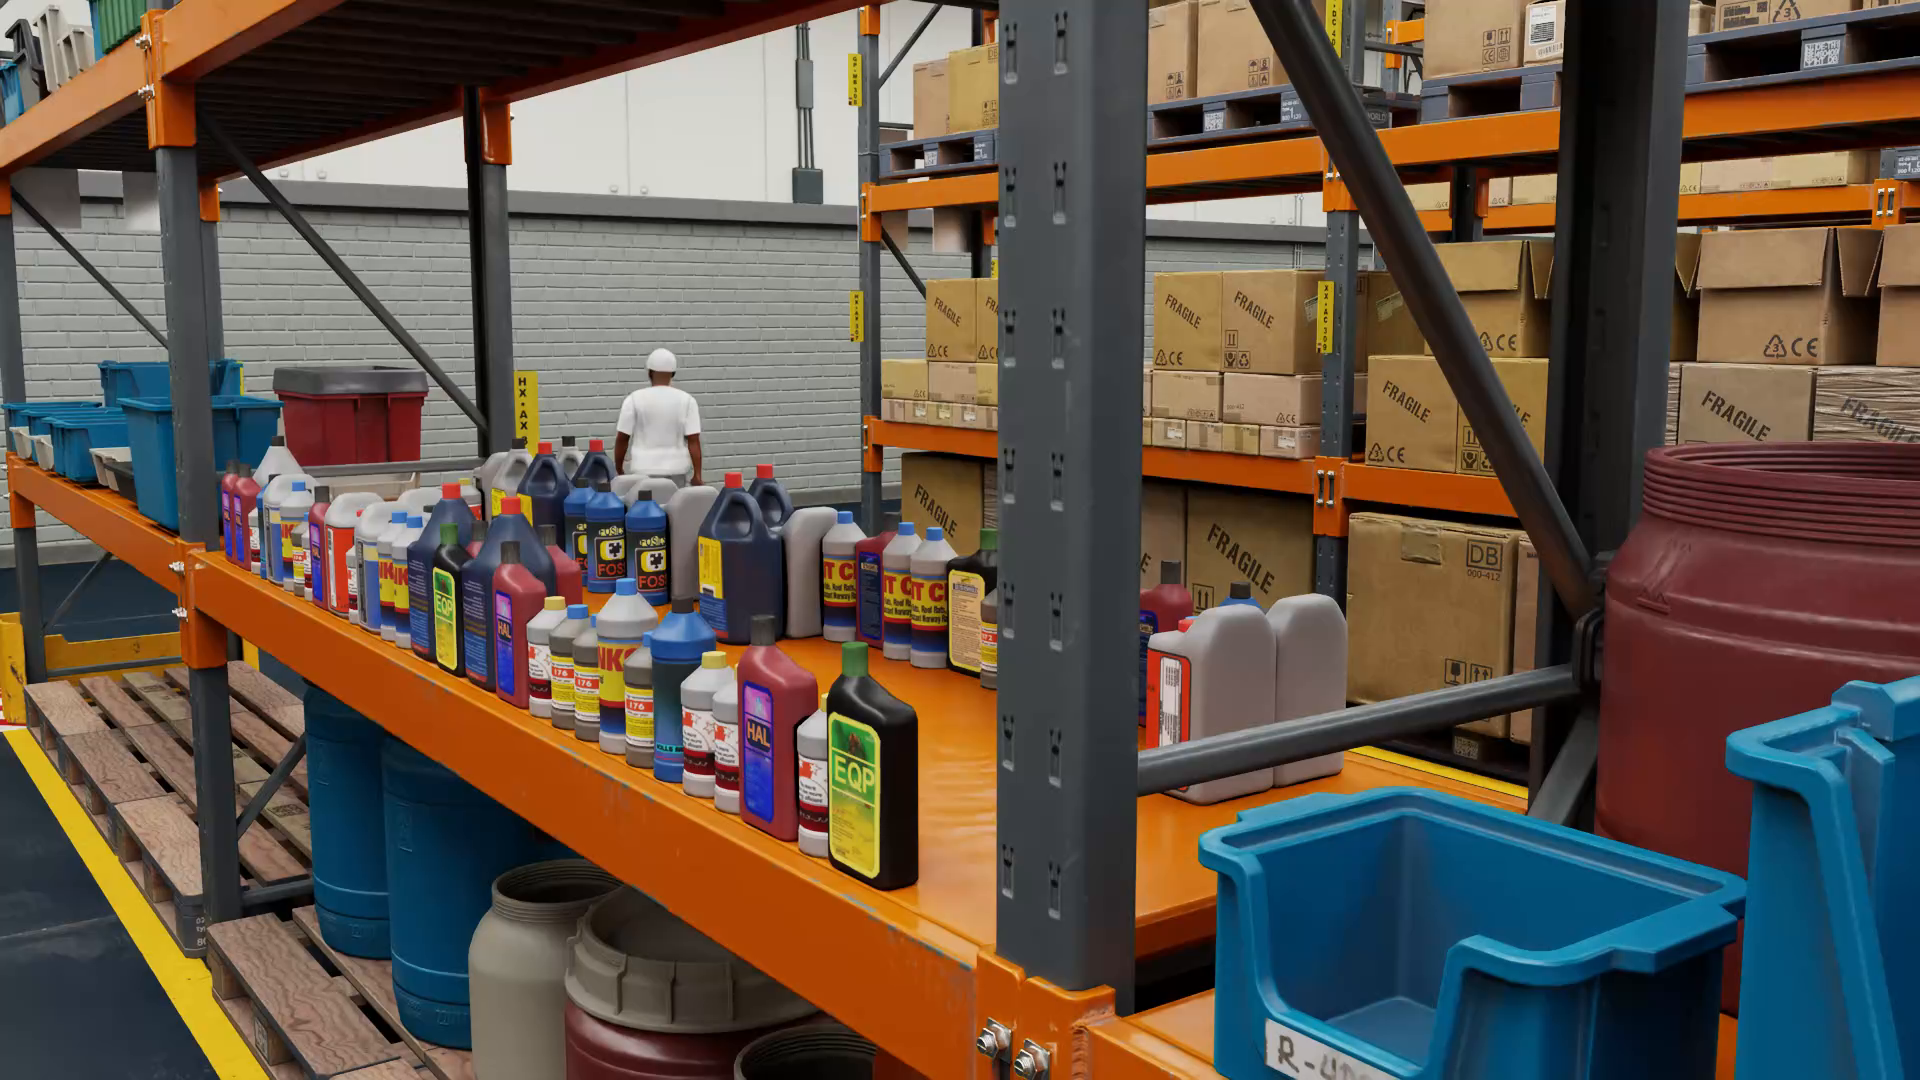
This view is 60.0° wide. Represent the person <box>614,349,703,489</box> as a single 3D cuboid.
[{"bbox_3d":[-2.132,-0.478,11.732,0.587,1.736,0.959,-3,8,-22],"label":"person"}]
